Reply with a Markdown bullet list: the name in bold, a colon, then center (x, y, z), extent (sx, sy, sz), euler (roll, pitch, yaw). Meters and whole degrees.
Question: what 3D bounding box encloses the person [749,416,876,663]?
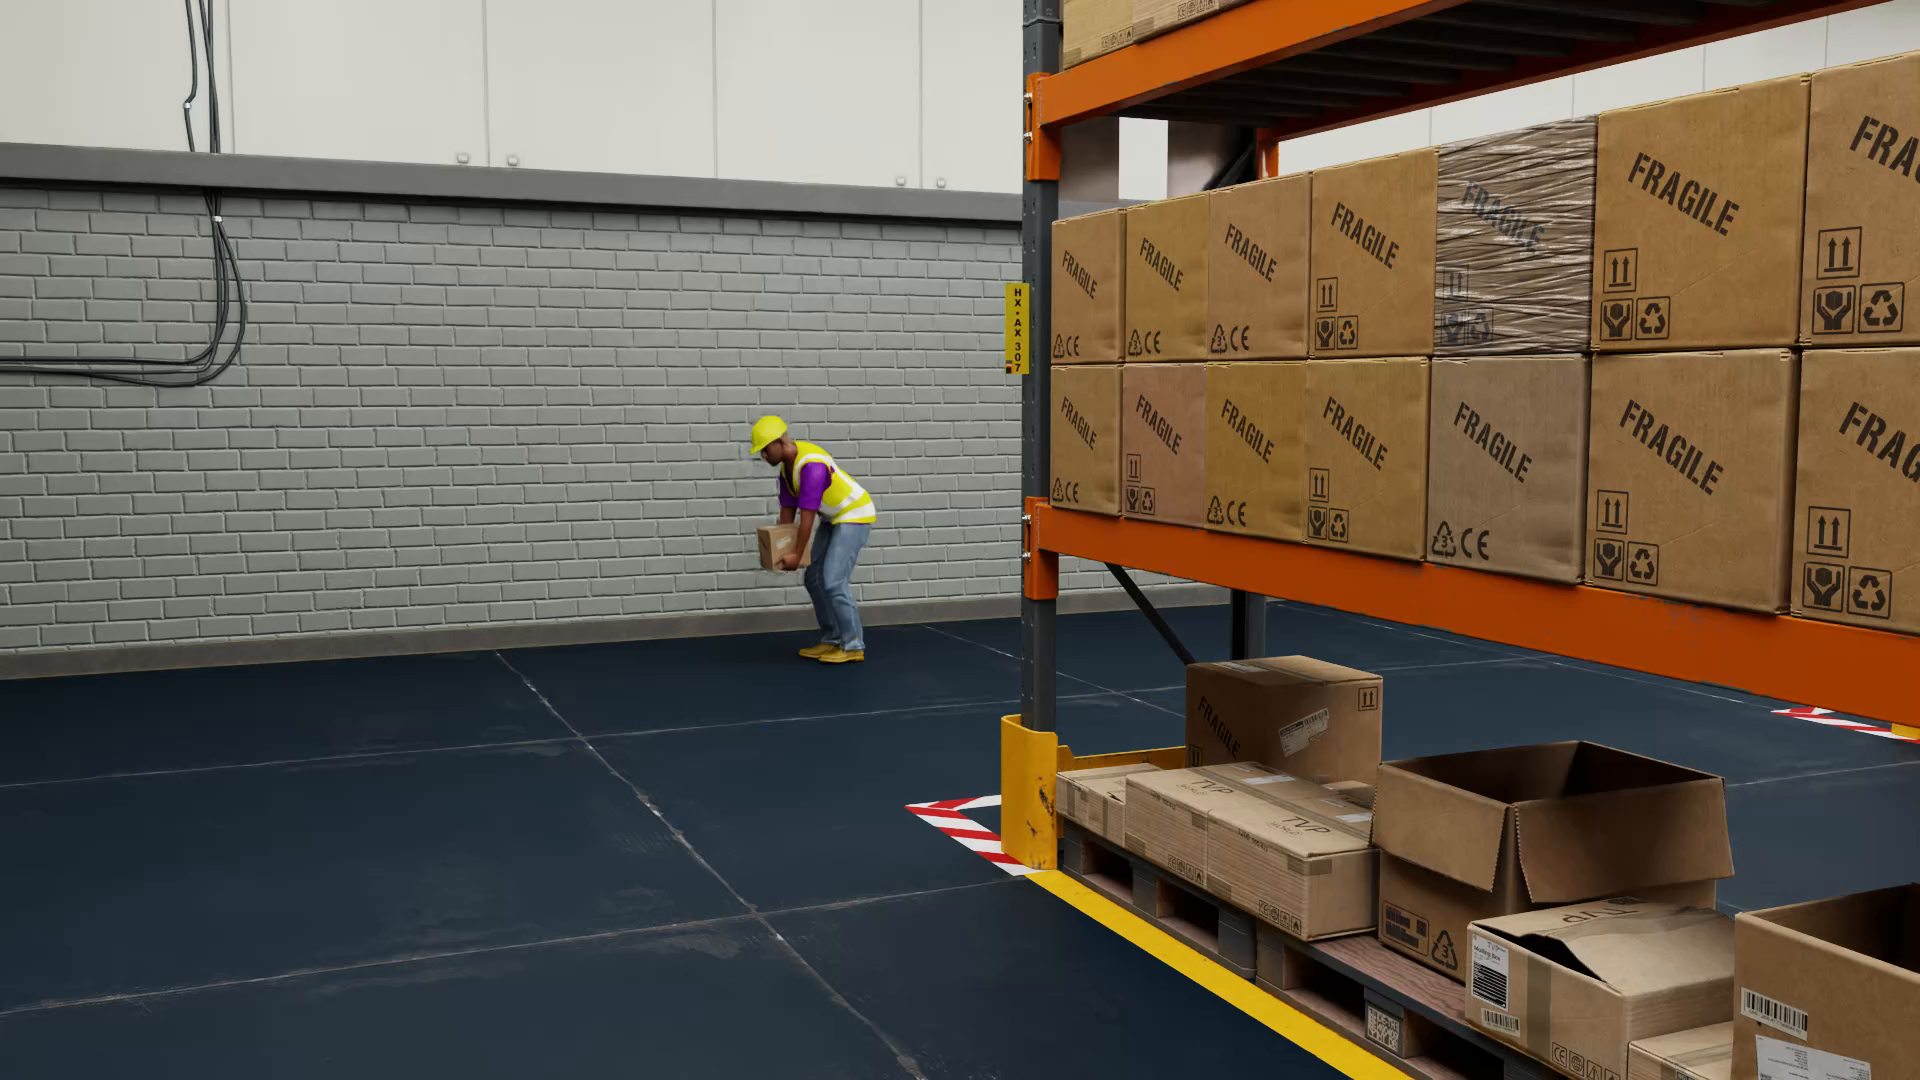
- **person**: center (-0.923, -0.005, 10.382), extent (0.802, 1.542, 0.488), euler (-3, 6, -25)
